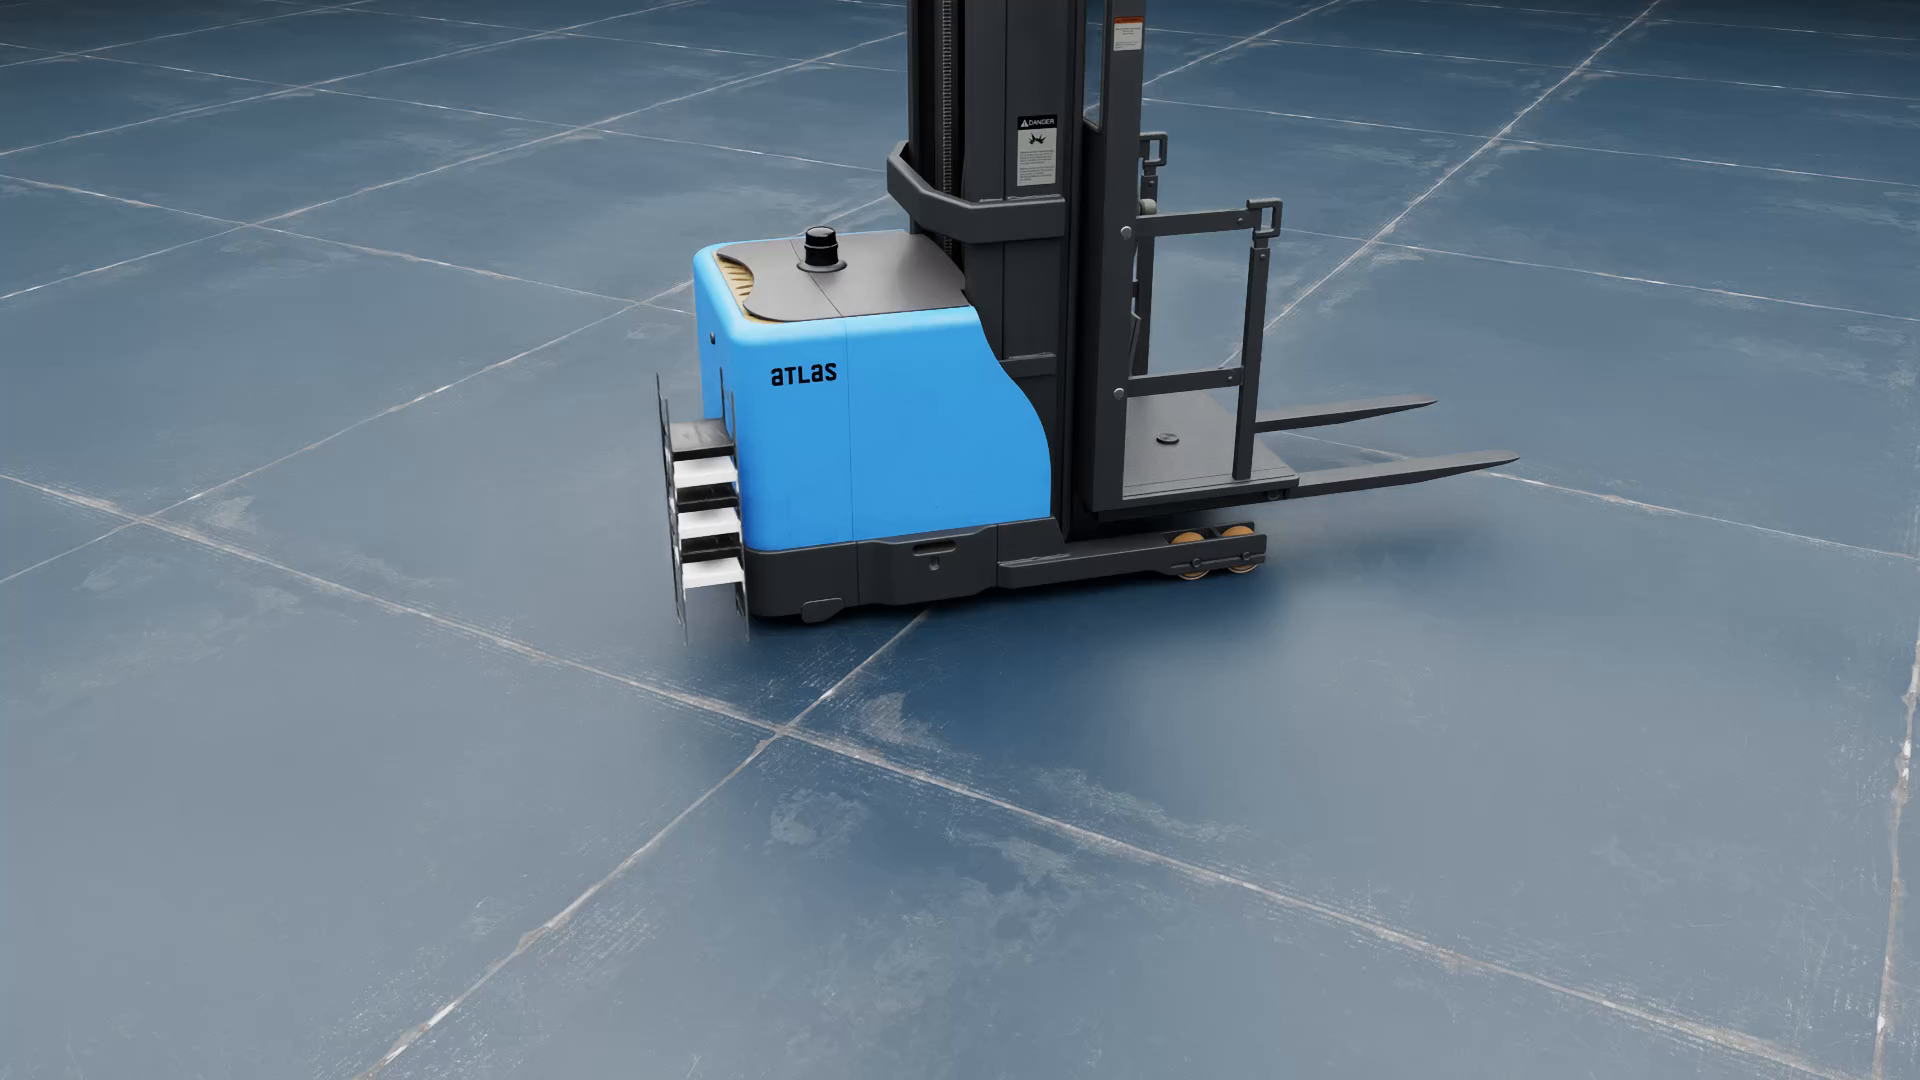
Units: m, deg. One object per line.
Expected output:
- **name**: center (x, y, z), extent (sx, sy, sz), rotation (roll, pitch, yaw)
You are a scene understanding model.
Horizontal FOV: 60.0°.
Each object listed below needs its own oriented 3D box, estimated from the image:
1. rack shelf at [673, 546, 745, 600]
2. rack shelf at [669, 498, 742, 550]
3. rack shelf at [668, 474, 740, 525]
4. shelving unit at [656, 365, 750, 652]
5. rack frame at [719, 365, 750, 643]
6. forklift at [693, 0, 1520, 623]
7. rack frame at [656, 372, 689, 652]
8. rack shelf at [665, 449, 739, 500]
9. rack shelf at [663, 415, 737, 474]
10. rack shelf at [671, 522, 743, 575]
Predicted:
- **rack shelf**: center (-0.838, 0.094, 5.533), extent (0.200, 0.077, 0.258), rotation (-8, 28, -15)
- **rack shelf**: center (-0.838, -0.067, 5.452), extent (0.200, 0.077, 0.258), rotation (-8, 28, -15)
- **rack shelf**: center (-0.838, -0.147, 5.412), extent (0.200, 0.077, 0.258), rotation (-8, 28, -15)
- **shelving unit**: center (-0.838, -0.096, 5.437), extent (0.210, 0.900, 0.258), rotation (-8, 28, -15)
- **rack frame**: center (-0.740, -0.109, 5.463), extent (0.006, 0.900, 0.240), rotation (-8, 28, -15)
- **forklift**: center (0.606, -1.388, 5.747), extent (3.031, 2.935, 1.130), rotation (-7, 27, -14)
- **rack frame**: center (-0.935, -0.083, 5.411), extent (0.006, 0.900, 0.240), rotation (-8, 28, -15)
- **rack shelf**: center (-0.838, -0.227, 5.371), extent (0.200, 0.077, 0.258), rotation (-8, 28, -15)
- **rack shelf**: center (-0.838, -0.308, 5.331), extent (0.200, 0.077, 0.258), rotation (-8, 28, -15)
- **rack shelf**: center (-0.838, 0.014, 5.492), extent (0.200, 0.077, 0.258), rotation (-8, 28, -15)
